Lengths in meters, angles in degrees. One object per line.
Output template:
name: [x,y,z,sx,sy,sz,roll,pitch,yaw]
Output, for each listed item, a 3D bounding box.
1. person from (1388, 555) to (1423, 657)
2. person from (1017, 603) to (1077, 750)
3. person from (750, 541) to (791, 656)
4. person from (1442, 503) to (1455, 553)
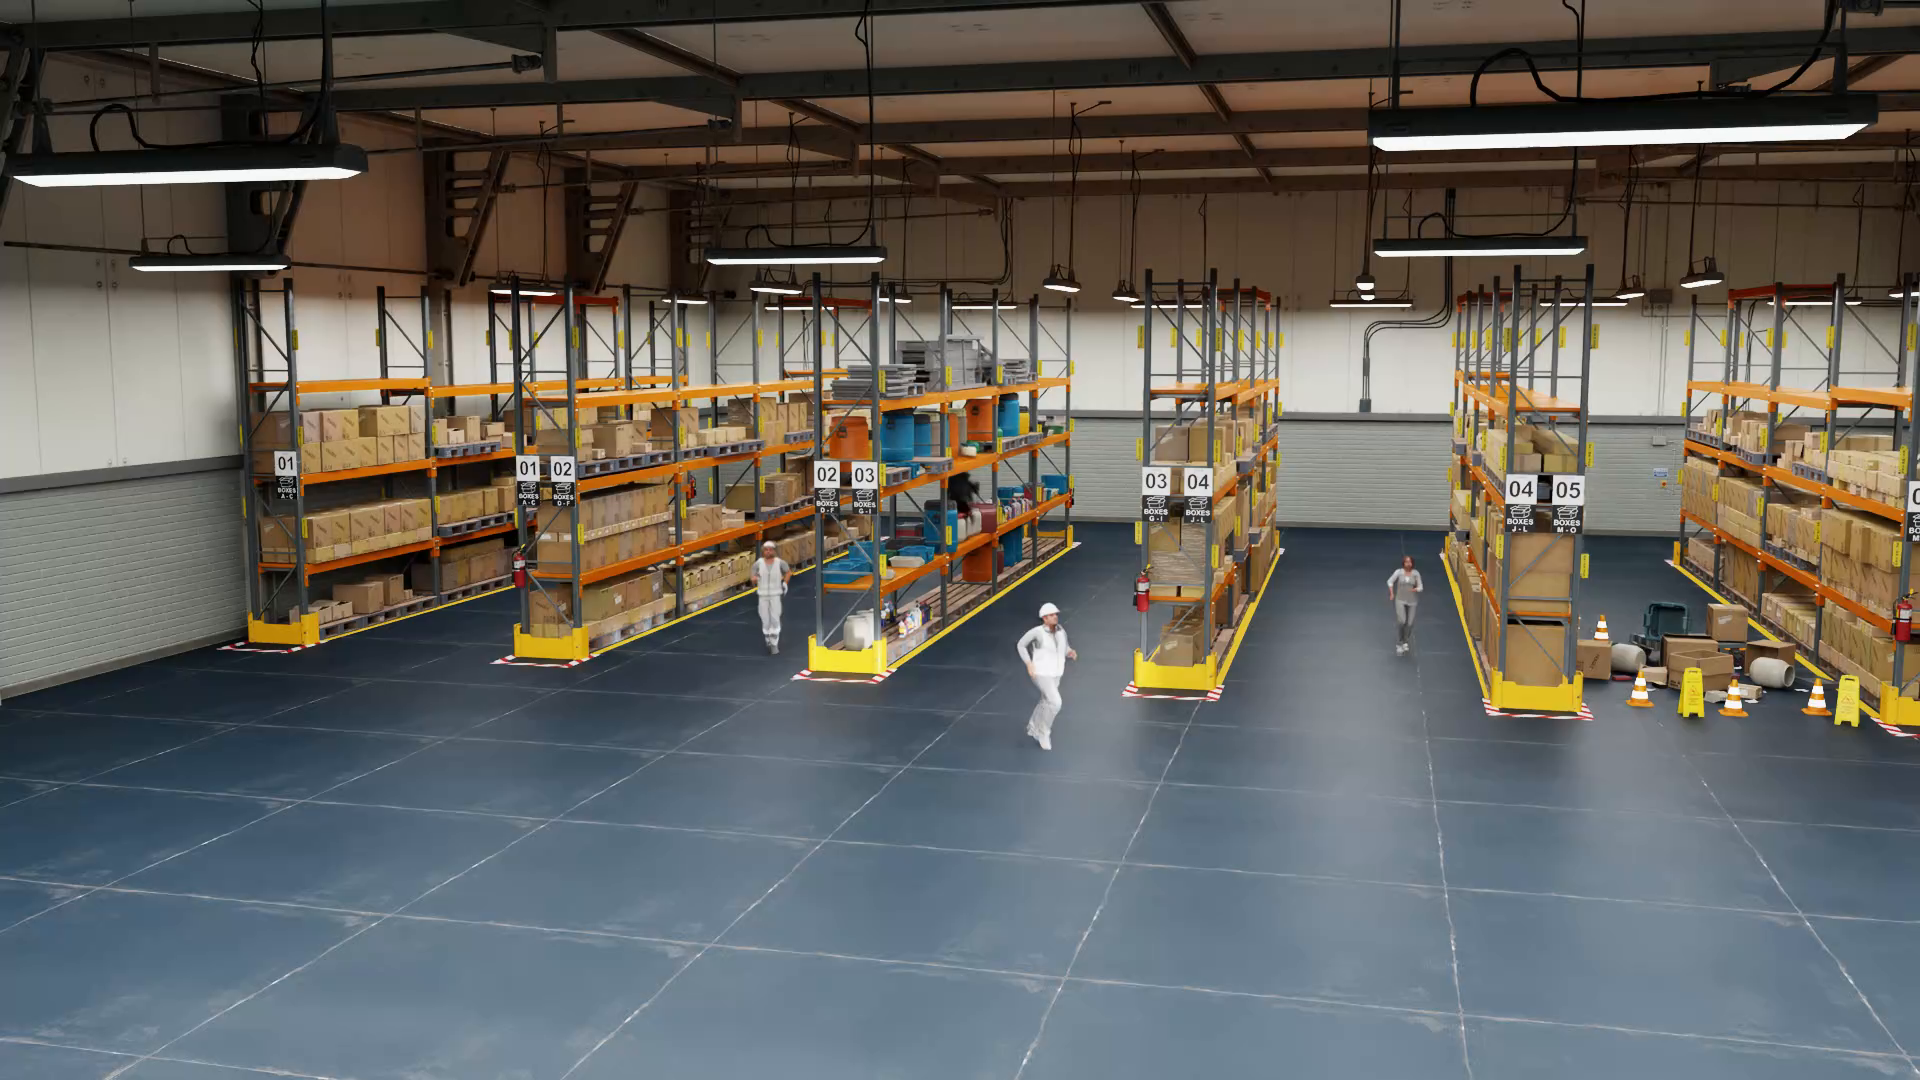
person: [7.092,1.042,26.463,0.503,1.617,0.682,1,7,5]
person: [1.100,1.673,20.558,0.648,1.809,0.756,-7,9,-44]
person: [-3.041,0.932,26.616,0.630,1.832,0.708,0,7,0]
person: [11.728,-0.506,39.067,0.821,1.610,0.551,0,7,2]
